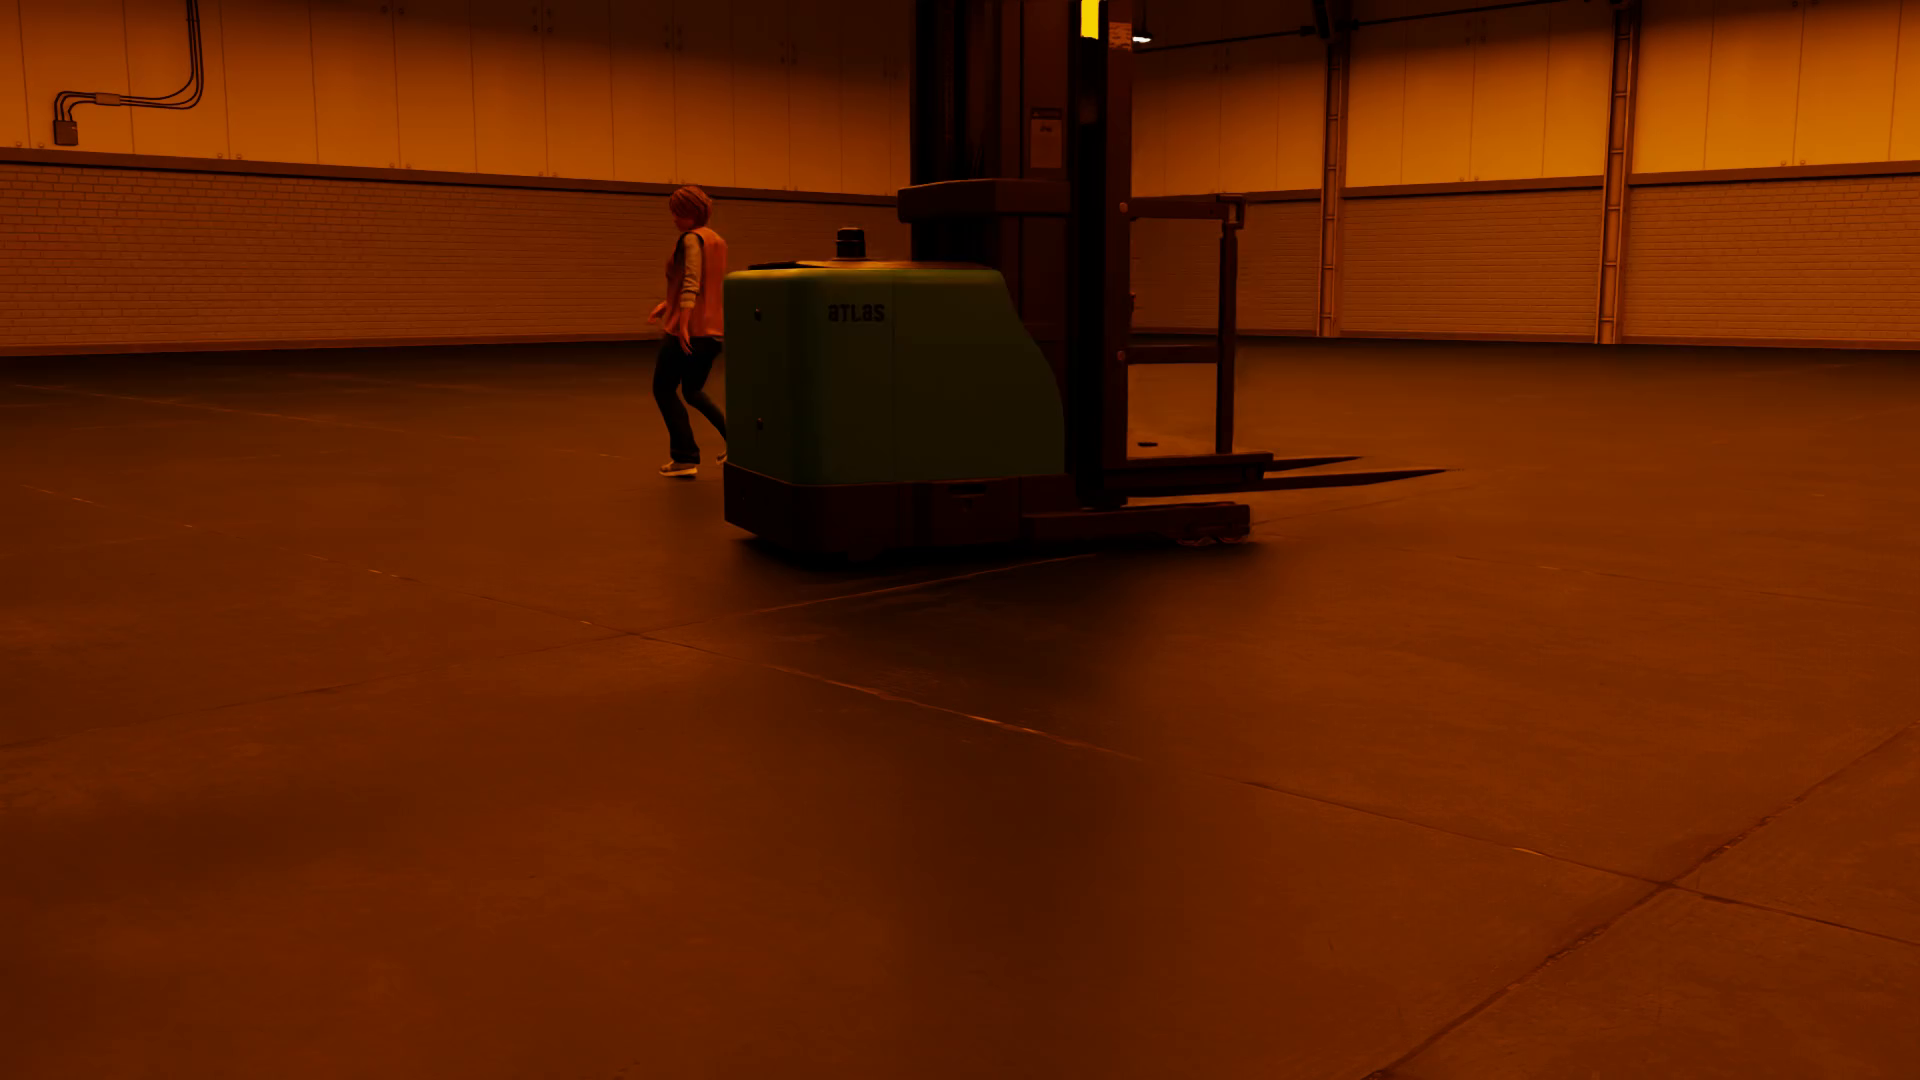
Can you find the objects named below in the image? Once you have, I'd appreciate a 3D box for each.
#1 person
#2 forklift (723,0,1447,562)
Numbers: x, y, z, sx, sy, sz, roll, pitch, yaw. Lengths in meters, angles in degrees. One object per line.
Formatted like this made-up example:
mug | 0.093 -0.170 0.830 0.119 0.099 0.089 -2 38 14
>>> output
person | -1.441 -1.090 8.838 0.579 1.540 0.563 5 10 32
forklift | 0.604 -1.489 6.762 3.031 2.935 1.130 -4 9 -23
